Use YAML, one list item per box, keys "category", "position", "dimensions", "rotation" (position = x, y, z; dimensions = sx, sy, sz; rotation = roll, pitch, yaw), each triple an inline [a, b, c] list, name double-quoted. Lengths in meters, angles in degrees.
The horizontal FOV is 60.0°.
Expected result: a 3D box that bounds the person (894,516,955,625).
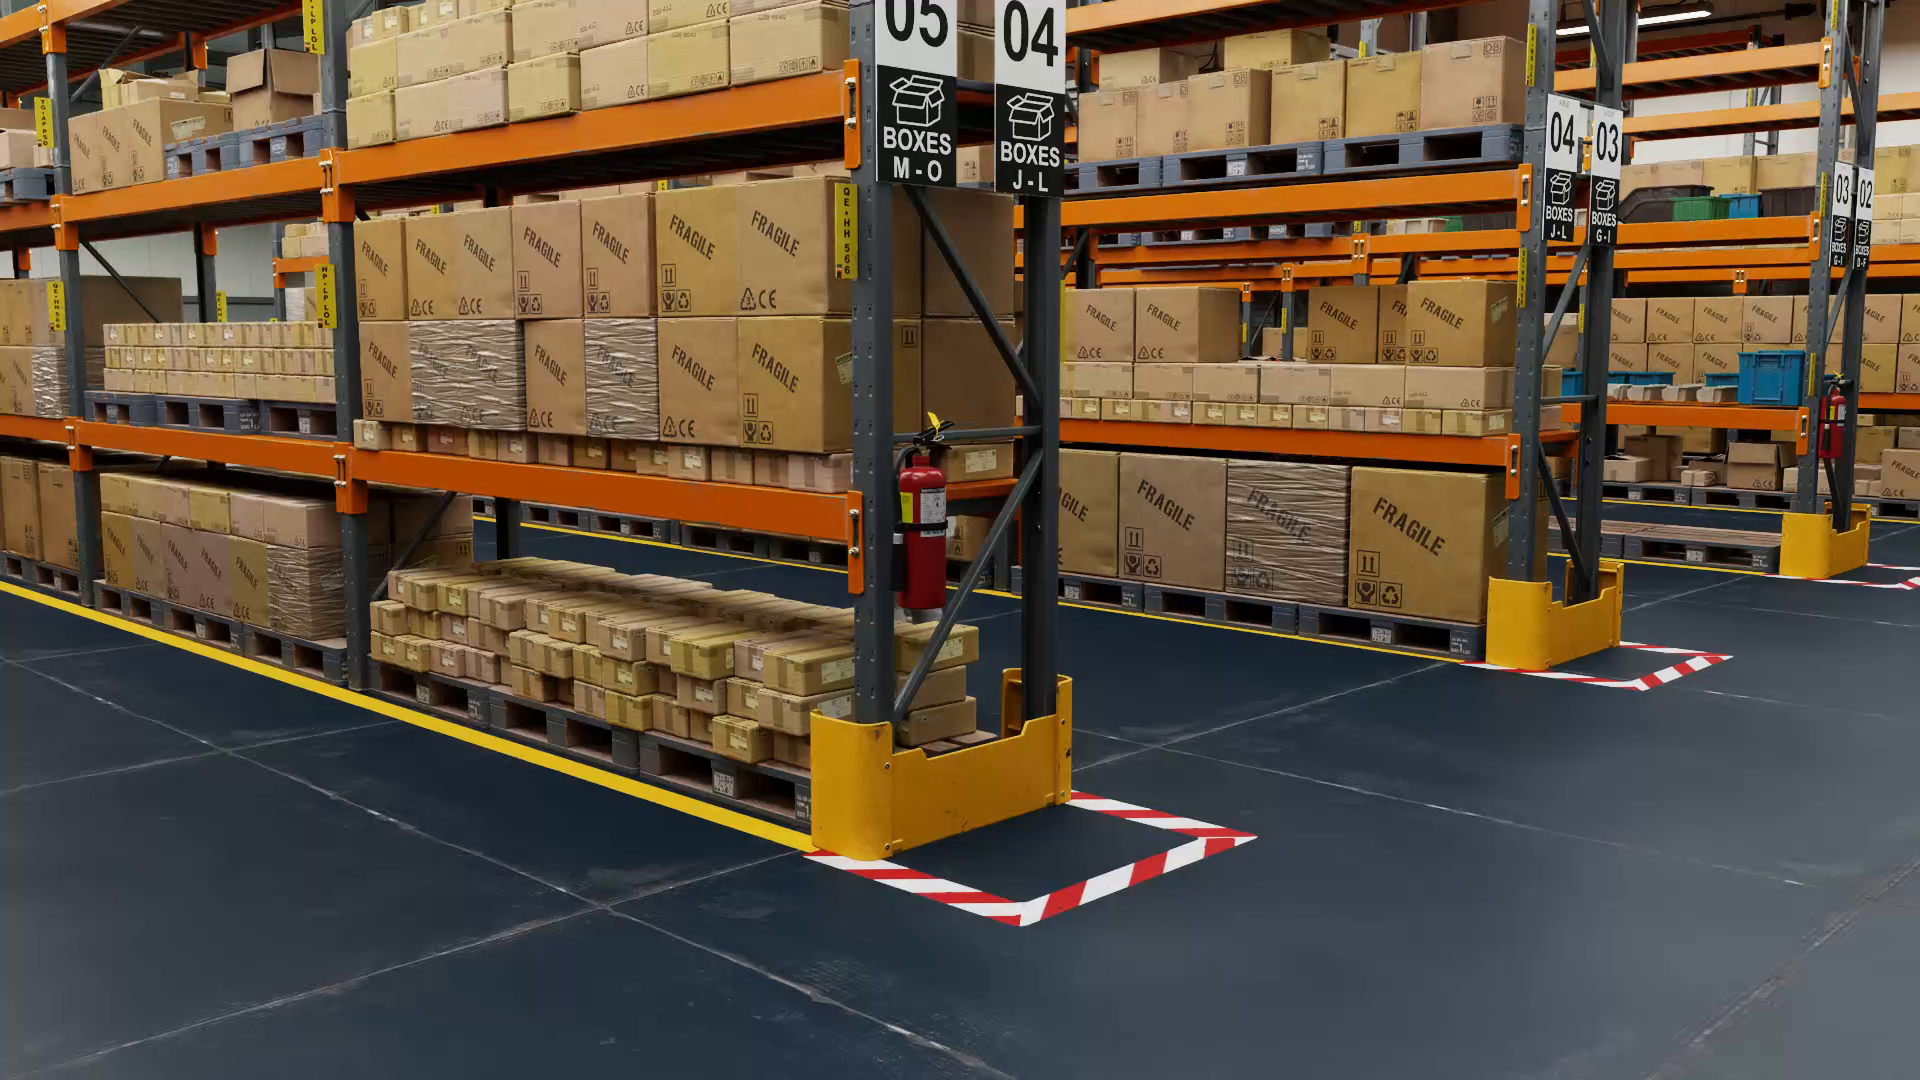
- category: "person"
  position: [-0.264, -0.045, 8.597]
  dimensions: [0.440, 1.746, 0.595]
  rotation: [6, 9, 39]
